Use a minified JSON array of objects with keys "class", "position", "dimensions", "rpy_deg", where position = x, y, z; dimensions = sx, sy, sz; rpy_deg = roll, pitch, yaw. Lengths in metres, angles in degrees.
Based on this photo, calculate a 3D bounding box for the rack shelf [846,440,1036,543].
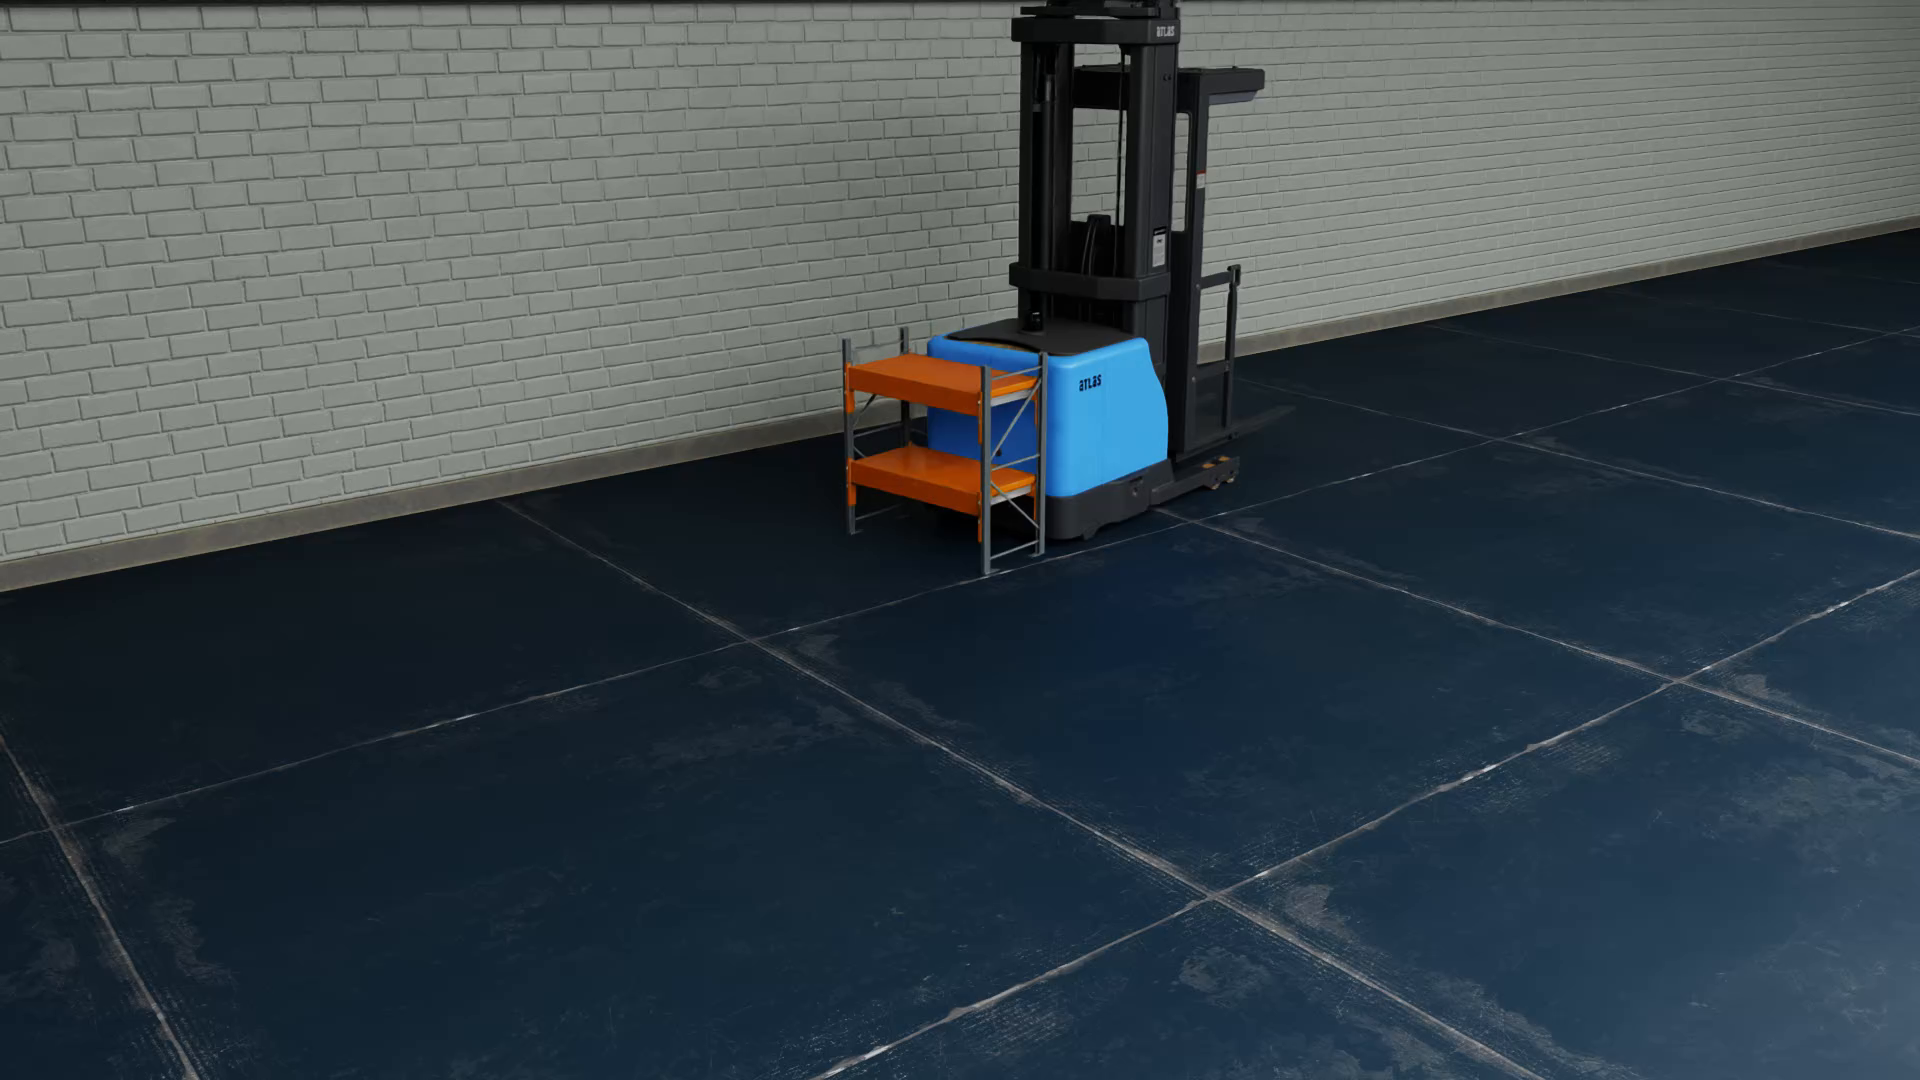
[{"class":"rack shelf","position":[-0.091,-0.282,9.202],"dimensions":[1.000,0.278,0.538],"rpy_deg":[16,24,40]}]

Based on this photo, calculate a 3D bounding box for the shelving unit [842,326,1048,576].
[{"class":"shelving unit","position":[-0.091,-0.514,9.125],"dimensions":[1.048,1.125,0.538],"rpy_deg":[16,24,40]}]

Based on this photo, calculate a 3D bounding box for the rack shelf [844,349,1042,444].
[{"class":"rack shelf","position":[-0.091,-0.792,9.033],"dimensions":[1.000,0.278,0.538],"rpy_deg":[16,24,40]}]

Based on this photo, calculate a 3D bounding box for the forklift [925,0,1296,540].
[{"class":"forklift","position":[1.105,-1.786,10.095],"dimensions":[1.130,2.935,3.031],"rpy_deg":[14,23,36]}]

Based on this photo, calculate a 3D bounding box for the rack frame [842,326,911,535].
[{"class":"rack frame","position":[-0.468,-0.621,9.448],"dimensions":[0.032,1.125,0.500],"rpy_deg":[16,24,40]}]

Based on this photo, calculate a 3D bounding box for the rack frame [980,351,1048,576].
[{"class":"rack frame","position":[0.286,-0.407,8.801],"dimensions":[0.032,1.125,0.500],"rpy_deg":[16,24,40]}]
